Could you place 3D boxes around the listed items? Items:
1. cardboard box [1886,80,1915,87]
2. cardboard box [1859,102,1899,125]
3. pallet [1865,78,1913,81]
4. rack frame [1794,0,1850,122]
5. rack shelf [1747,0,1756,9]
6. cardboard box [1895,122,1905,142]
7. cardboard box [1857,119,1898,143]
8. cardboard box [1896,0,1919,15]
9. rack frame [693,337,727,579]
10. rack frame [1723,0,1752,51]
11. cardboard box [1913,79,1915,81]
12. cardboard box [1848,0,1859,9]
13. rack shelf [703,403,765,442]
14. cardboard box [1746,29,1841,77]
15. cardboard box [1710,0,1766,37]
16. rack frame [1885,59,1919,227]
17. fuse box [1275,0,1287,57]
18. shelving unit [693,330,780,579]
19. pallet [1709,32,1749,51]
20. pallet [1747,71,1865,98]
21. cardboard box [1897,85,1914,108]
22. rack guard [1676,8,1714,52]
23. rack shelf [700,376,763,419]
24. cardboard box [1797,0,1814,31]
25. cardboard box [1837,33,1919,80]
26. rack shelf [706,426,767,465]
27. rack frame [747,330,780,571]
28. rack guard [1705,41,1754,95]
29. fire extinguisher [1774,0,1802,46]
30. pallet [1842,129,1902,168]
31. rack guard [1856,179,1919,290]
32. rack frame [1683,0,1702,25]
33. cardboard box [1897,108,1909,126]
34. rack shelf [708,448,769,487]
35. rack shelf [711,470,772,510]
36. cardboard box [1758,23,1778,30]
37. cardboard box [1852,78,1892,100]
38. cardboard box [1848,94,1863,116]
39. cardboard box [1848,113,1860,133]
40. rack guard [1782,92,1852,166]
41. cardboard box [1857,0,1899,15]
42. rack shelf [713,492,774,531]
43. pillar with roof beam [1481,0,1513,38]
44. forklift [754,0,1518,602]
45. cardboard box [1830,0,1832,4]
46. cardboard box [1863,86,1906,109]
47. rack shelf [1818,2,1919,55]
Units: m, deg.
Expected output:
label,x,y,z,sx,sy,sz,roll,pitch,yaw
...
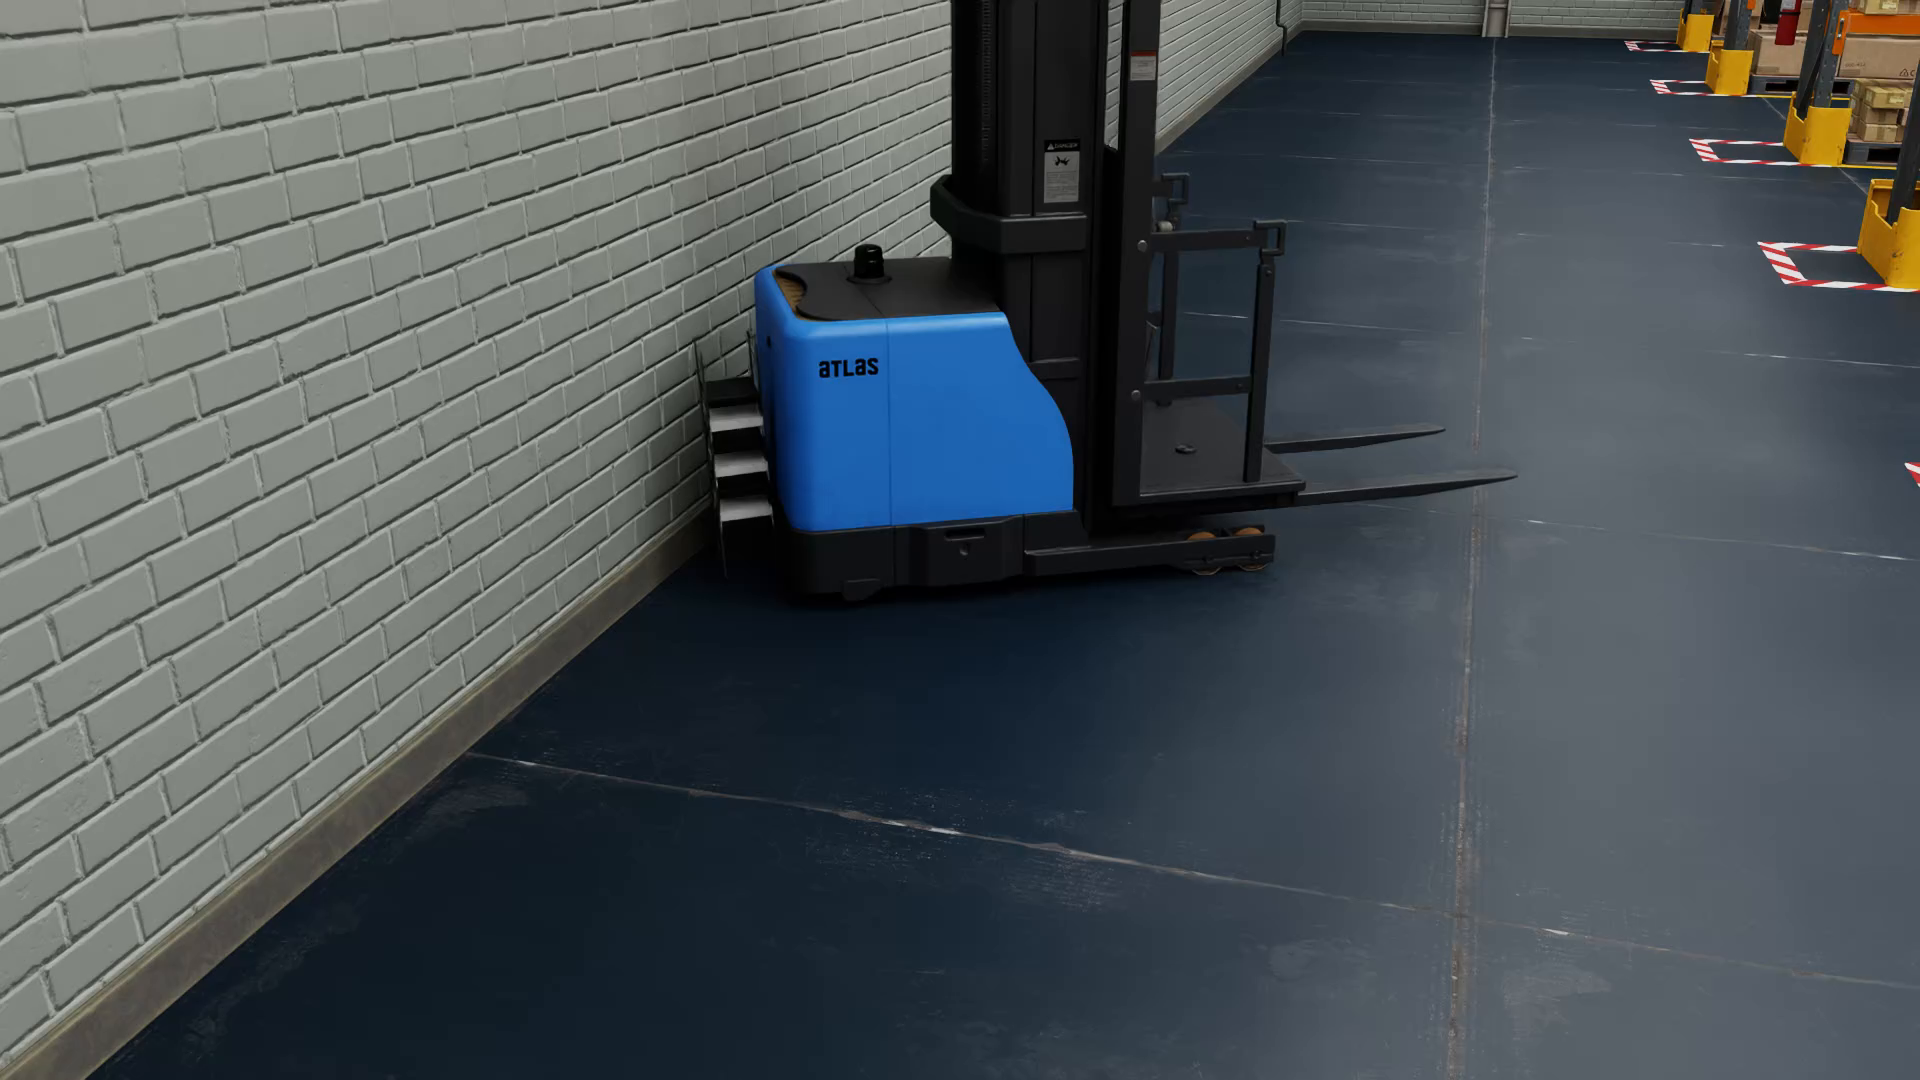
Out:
label,x,y,z,sx,sy,sz,roll,pitch,yaw
cardboard box,8.690,-4.136,15.319,0.250,0.149,0.380,7,23,17
cardboard box,8.314,-3.862,15.043,0.250,0.149,0.380,8,23,18
pallet,11.172,-5.325,19.474,1.213,0.211,1.003,7,23,16
rack frame,7.886,-4.999,15.006,0.127,3.000,1.000,7,23,16
rack shelf,11.134,-6.257,19.019,4.000,0.370,1.077,7,23,16
cardboard box,8.570,-3.702,15.046,0.250,0.149,0.380,6,23,15
cardboard box,8.295,-3.701,15.043,0.250,0.149,0.380,7,23,17
cardboard box,8.357,-4.716,14.645,0.250,0.149,0.380,7,23,17
rack frame,-0.951,-0.309,6.338,0.006,0.900,0.240,-8,24,-12
rack frame,9.219,-6.809,19.417,0.127,3.000,1.000,7,23,16
cardboard box,8.975,-4.153,15.362,0.250,0.149,0.380,6,23,14
cardboard box,8.280,-4.950,15.217,0.250,0.149,0.380,7,23,16
rack shelf,-0.860,-0.458,6.302,0.200,0.077,0.258,-8,24,-12
cardboard box,9.880,-5.782,19.736,0.875,0.438,0.875,6,23,14
cardboard box,11.208,-7.551,23.961,0.637,0.503,0.797,6,23,13
rack frame,6.357,-3.208,10.639,0.127,3.000,1.000,7,23,16
fuse box,4.561,-7.570,22.970,0.414,1.711,0.539,7,23,16
shelving unit,-0.853,-0.323,6.360,0.210,0.900,0.258,-8,24,-12
pallet,11.486,-7.227,24.111,1.213,0.211,1.003,7,23,16
pallet,10.007,-5.460,19.802,1.213,0.211,1.003,7,23,16
cardboard box,8.588,-3.983,14.946,0.250,0.149,0.380,7,23,16
rack guard,10.722,-7.448,24.269,0.348,0.500,1.175,7,23,16
rack shelf,-0.864,-0.541,6.267,0.200,0.077,0.258,-8,24,-12
cardboard box,12.015,-7.441,23.699,0.500,0.500,0.700,8,23,18
cardboard box,10.759,-5.685,19.499,0.875,0.438,0.875,7,23,17
rack shelf,-0.855,-0.376,6.338,0.200,0.077,0.258,-8,24,-12
rack frame,-0.754,-0.338,6.381,0.006,0.900,0.240,-8,24,-12
rack guard,9.196,-5.655,19.898,0.348,0.500,1.175,7,23,16
fire extinguisher,7.778,-4.986,15.567,0.183,0.674,0.296,7,23,16
pallet,8.727,-3.599,15.266,1.213,0.211,1.003,7,23,16
rack guard,6.334,-2.055,11.120,0.348,0.500,1.175,7,23,16
rack frame,10.650,-8.613,23.815,0.127,3.000,1.000,7,23,16
cardboard box,8.560,-3.811,14.920,0.250,0.149,0.380,6,23,15
rack shelf,-0.851,-0.293,6.373,0.200,0.077,0.258,-8,24,-12
rack shelf,-0.847,-0.210,6.408,0.200,0.077,0.258,-8,24,-12
cardboard box,11.603,-7.326,23.881,0.250,0.149,0.380,6,23,13
cardboard box,8.466,-4.184,15.437,0.250,0.149,0.380,7,23,16
cardboard box,8.474,-4.058,15.522,0.250,0.149,0.380,6,23,14
cardboard box,8.450,-3.893,15.511,0.250,0.149,0.380,7,23,16
rack guard,7.959,-3.835,15.460,0.348,0.500,1.175,7,23,16
cardboard box,8.102,-4.729,14.676,0.250,0.149,0.380,6,23,15
rack shelf,-0.842,-0.127,6.443,0.200,0.077,0.258,-8,24,-12
pillar with roof beam,7.085,-10.447,20.382,0.400,9.000,9.100,7,23,16
forklift,0.746,-1.408,6.339,3.031,2.935,1.130,-5,23,-12
cardboard box,12.492,-7.347,23.469,0.500,0.500,0.500,7,23,17
cardboard box,8.290,-3.969,14.913,0.250,0.149,0.380,5,23,13
rack shelf,9.801,-4.447,14.608,4.000,0.370,1.077,7,23,16
